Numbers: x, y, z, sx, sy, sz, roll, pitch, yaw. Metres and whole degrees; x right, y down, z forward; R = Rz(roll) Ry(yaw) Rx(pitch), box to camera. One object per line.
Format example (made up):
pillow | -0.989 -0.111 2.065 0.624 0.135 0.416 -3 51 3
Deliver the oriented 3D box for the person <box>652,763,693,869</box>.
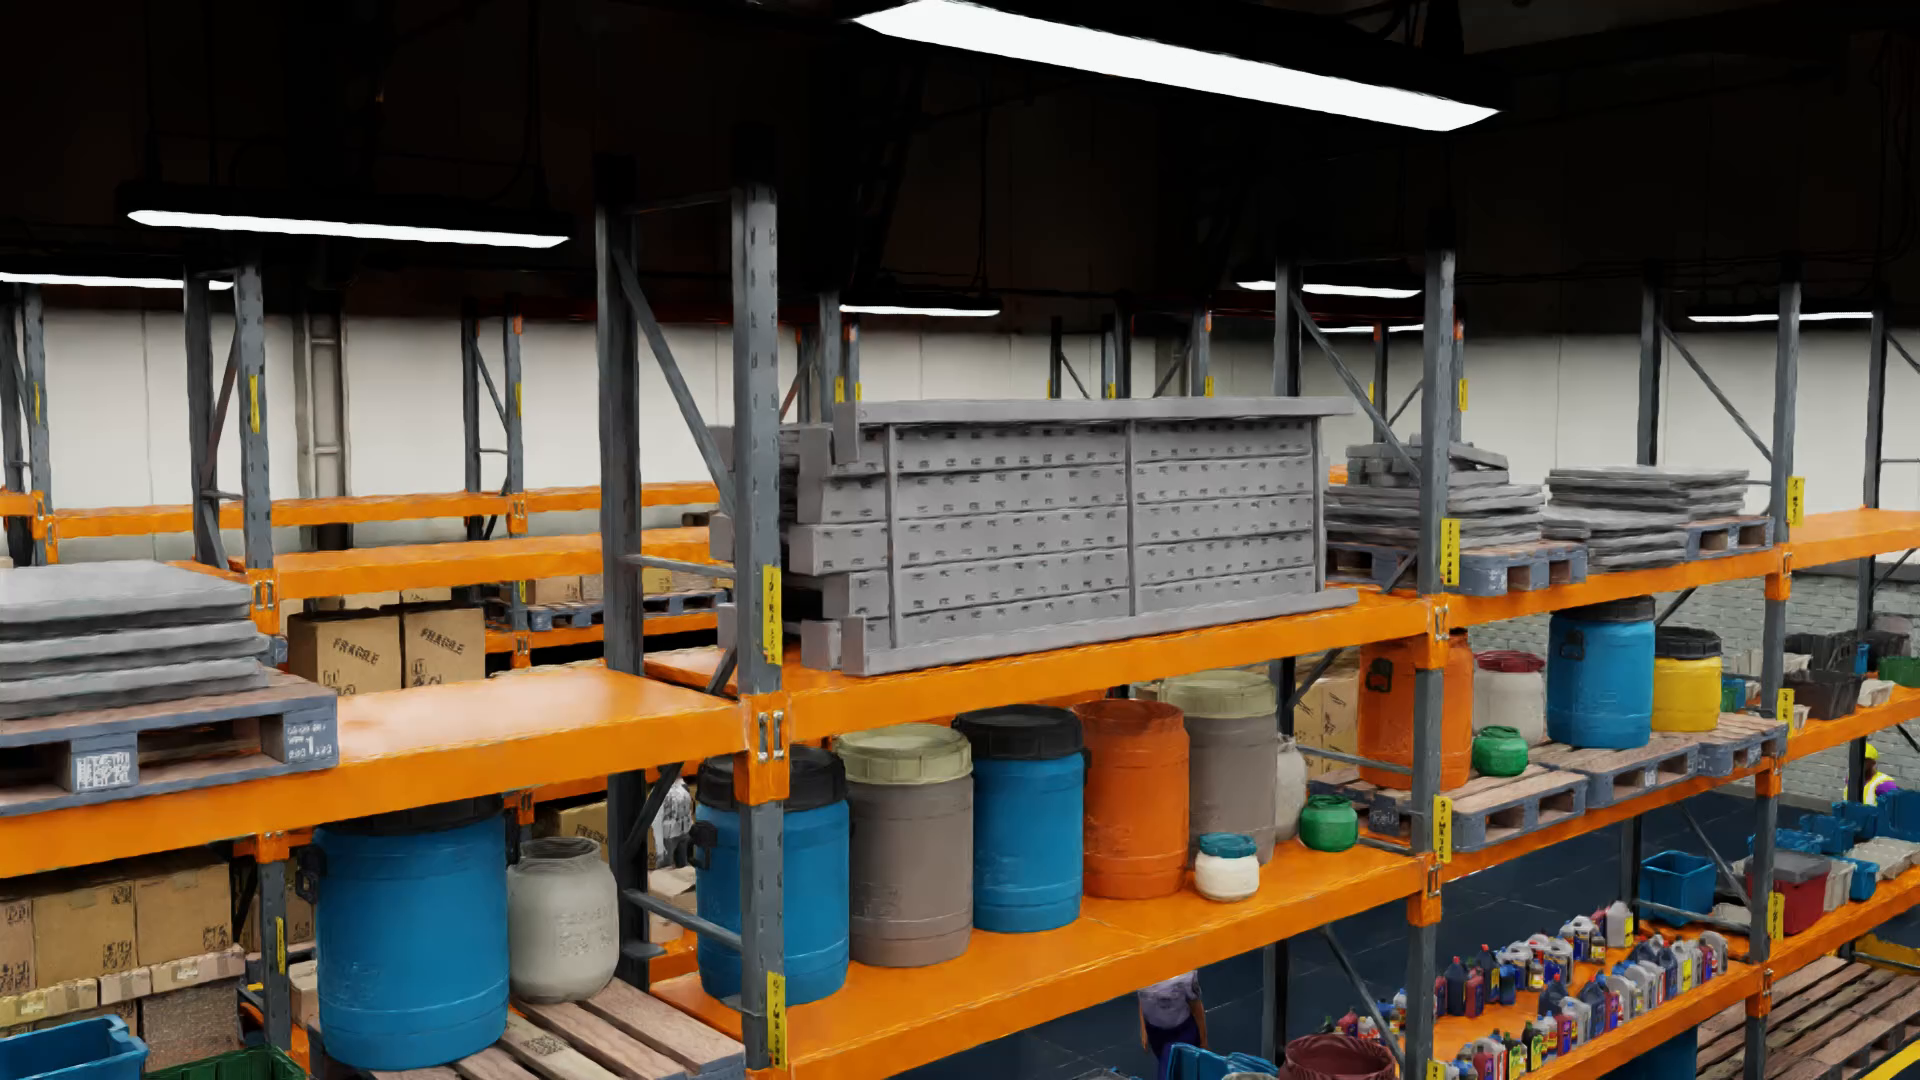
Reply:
person | -2.696 2.828 15.750 0.434 1.682 0.554 3 6 27

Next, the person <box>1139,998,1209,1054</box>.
person | 1.386 3.317 11.178 1.090 1.567 0.479 -4 7 -39

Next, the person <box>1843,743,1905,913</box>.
person | 8.741 2.800 15.974 0.939 1.728 0.603 -3 6 -25
